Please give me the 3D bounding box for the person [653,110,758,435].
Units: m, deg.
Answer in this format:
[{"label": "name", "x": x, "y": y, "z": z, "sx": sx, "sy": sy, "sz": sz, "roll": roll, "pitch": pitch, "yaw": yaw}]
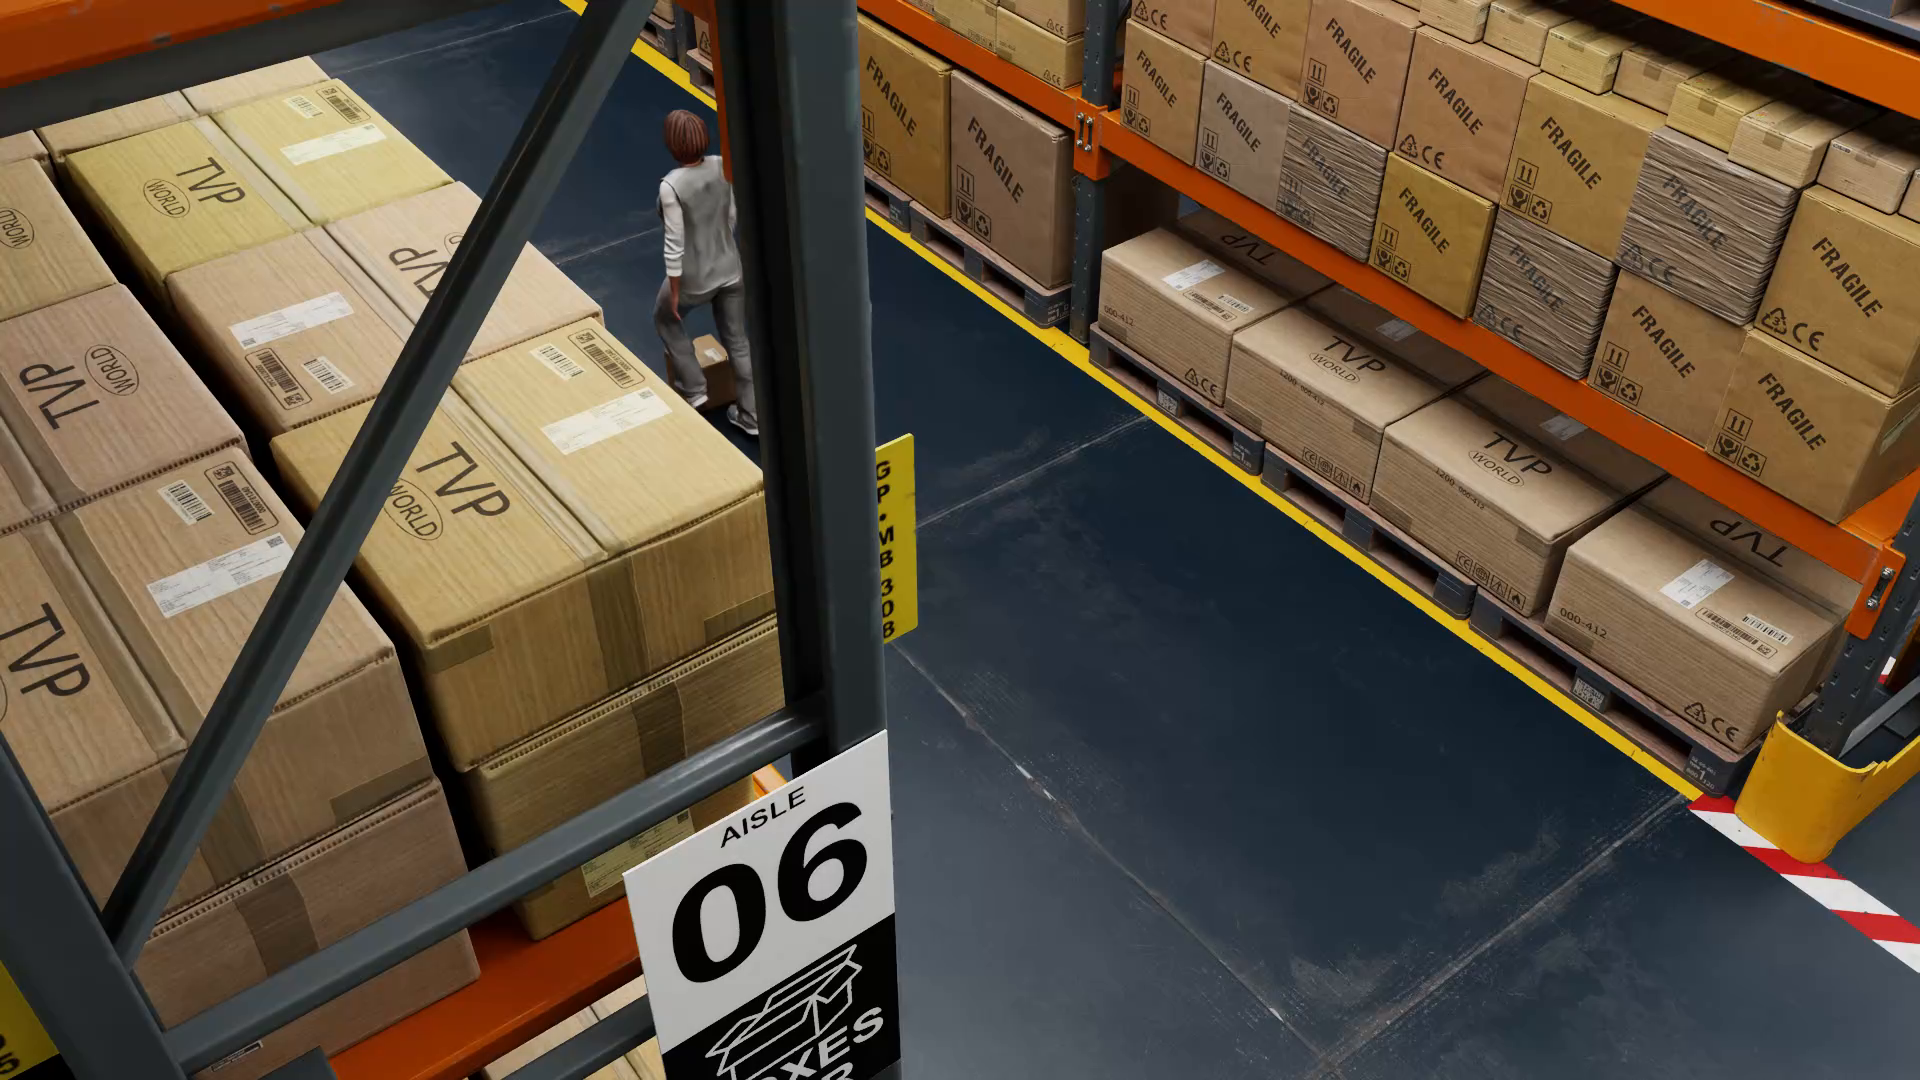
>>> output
[{"label": "person", "x": -1.142, "y": -1.162, "z": 7.519, "sx": 0.444, "sy": 1.615, "sz": 0.546, "roll": -31, "pitch": 49, "yaw": -31}]
